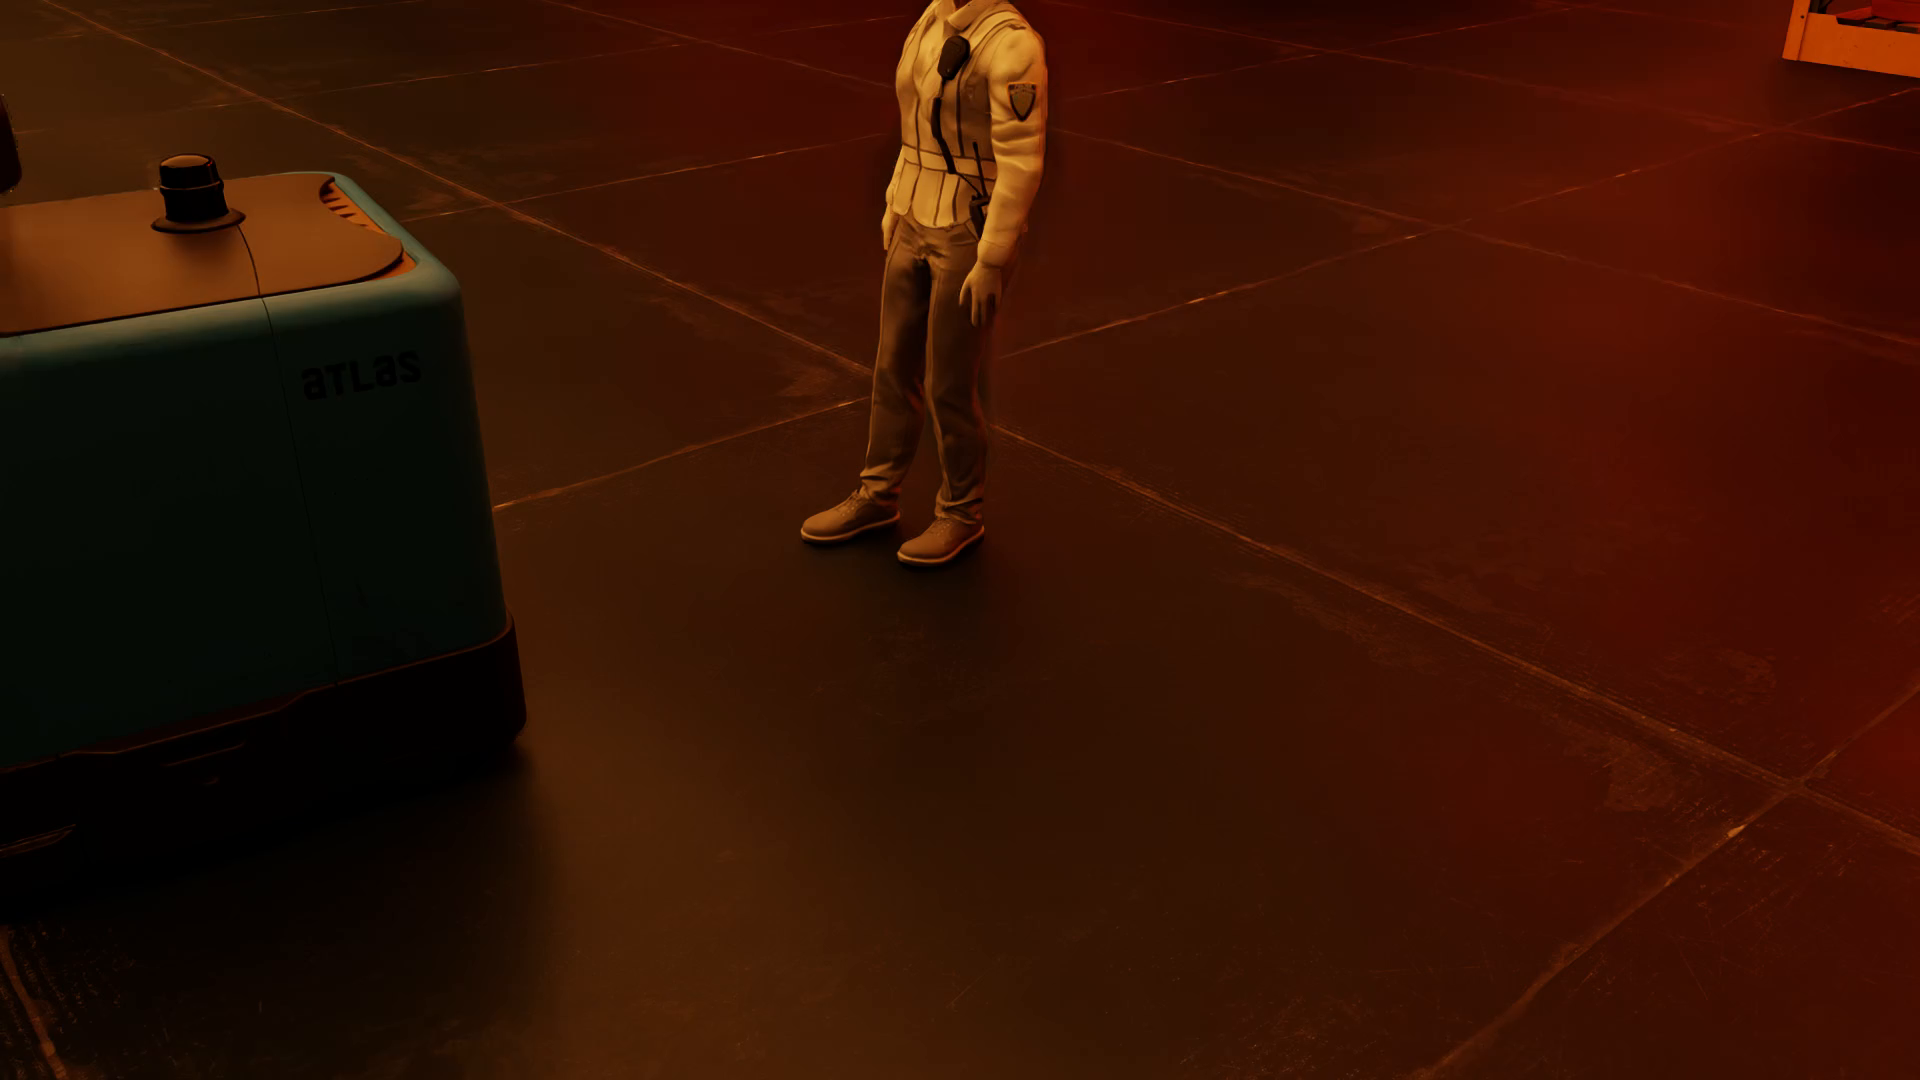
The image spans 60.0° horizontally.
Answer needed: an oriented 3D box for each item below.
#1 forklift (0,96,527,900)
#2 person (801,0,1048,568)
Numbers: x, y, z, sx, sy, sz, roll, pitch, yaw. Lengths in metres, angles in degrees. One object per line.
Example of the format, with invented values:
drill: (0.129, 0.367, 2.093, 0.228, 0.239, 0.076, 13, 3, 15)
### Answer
forklift: (-2.456, -0.694, 2.601, 3.031, 2.935, 1.130, -15, 30, -27)
person: (-0.080, -0.728, 4.072, 0.555, 1.693, 0.585, -14, 30, -26)
